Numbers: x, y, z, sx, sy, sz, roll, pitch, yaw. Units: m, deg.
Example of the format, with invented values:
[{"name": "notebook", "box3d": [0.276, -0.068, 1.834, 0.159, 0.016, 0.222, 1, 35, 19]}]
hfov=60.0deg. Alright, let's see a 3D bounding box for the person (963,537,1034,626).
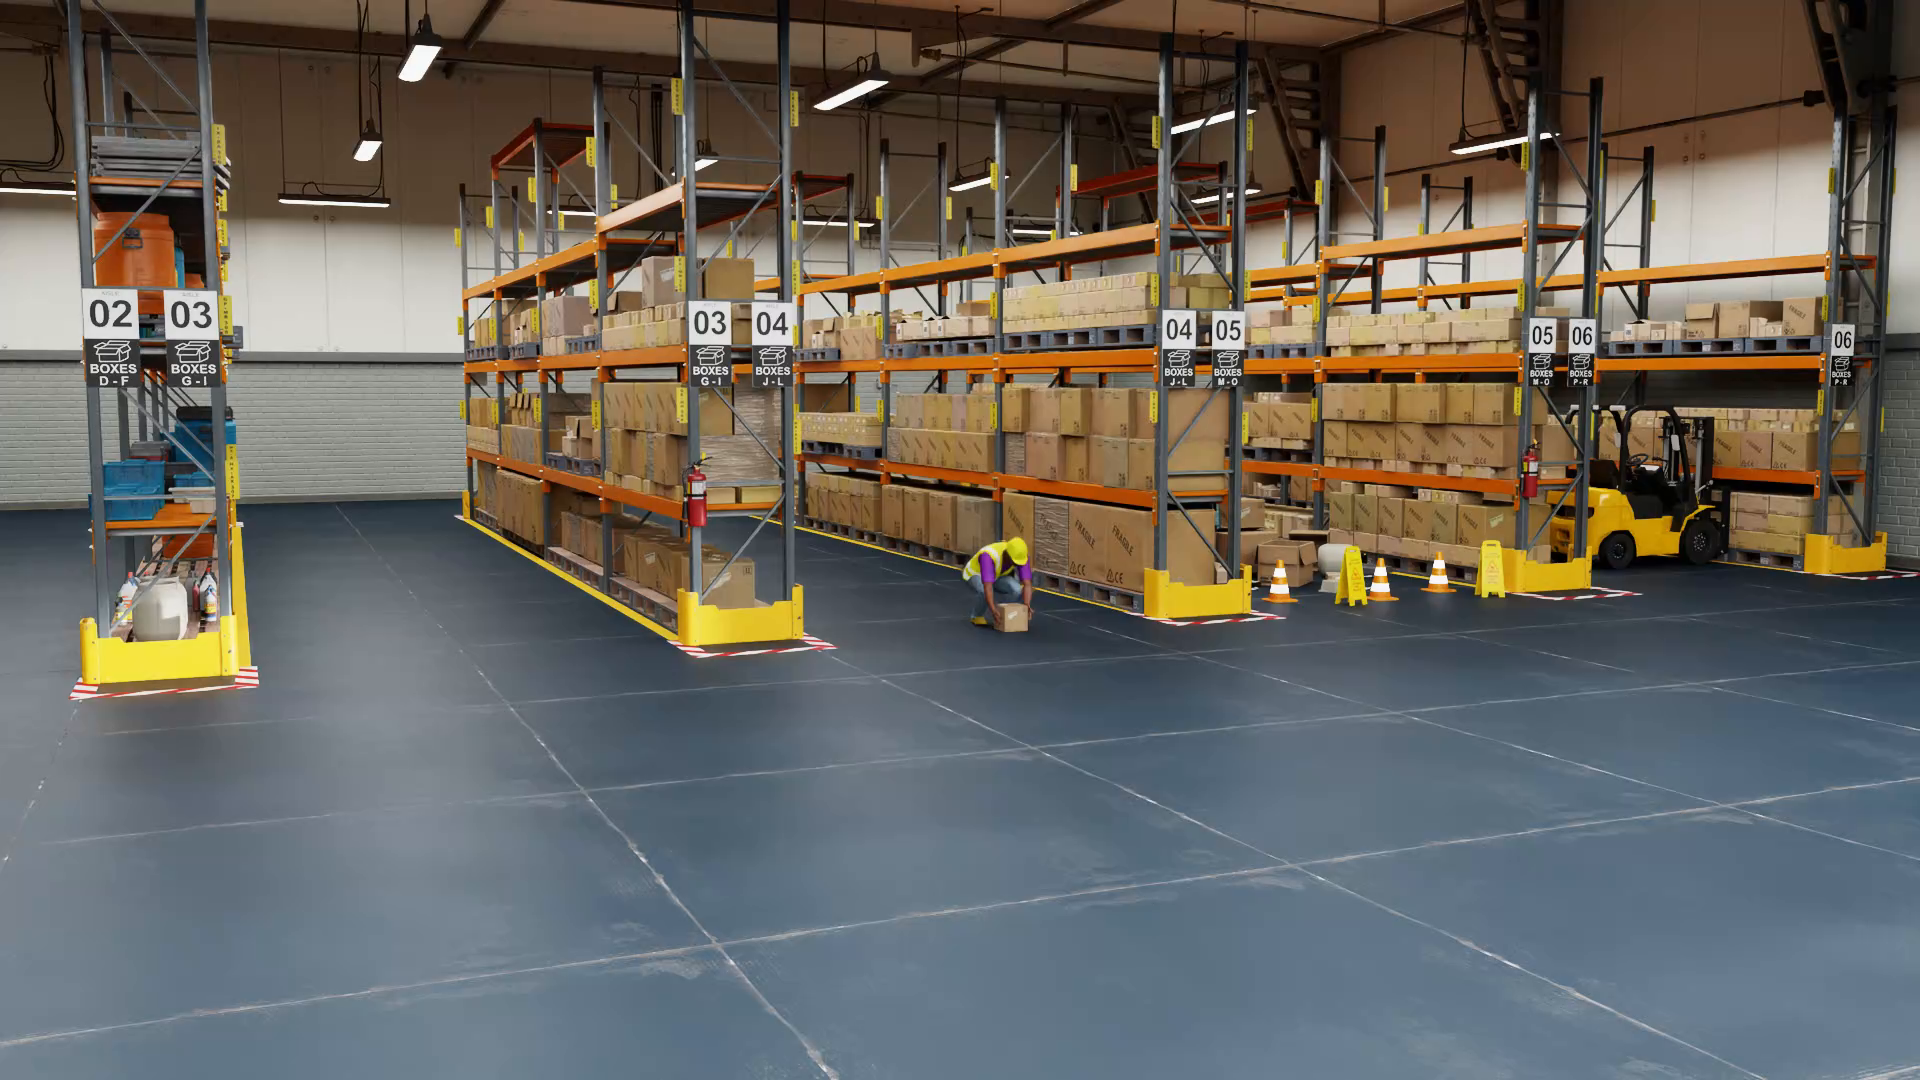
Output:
[{"name": "person", "box3d": [0.408, 0.407, 16.836, 0.569, 0.926, 0.897, -2, 6, -24]}]
